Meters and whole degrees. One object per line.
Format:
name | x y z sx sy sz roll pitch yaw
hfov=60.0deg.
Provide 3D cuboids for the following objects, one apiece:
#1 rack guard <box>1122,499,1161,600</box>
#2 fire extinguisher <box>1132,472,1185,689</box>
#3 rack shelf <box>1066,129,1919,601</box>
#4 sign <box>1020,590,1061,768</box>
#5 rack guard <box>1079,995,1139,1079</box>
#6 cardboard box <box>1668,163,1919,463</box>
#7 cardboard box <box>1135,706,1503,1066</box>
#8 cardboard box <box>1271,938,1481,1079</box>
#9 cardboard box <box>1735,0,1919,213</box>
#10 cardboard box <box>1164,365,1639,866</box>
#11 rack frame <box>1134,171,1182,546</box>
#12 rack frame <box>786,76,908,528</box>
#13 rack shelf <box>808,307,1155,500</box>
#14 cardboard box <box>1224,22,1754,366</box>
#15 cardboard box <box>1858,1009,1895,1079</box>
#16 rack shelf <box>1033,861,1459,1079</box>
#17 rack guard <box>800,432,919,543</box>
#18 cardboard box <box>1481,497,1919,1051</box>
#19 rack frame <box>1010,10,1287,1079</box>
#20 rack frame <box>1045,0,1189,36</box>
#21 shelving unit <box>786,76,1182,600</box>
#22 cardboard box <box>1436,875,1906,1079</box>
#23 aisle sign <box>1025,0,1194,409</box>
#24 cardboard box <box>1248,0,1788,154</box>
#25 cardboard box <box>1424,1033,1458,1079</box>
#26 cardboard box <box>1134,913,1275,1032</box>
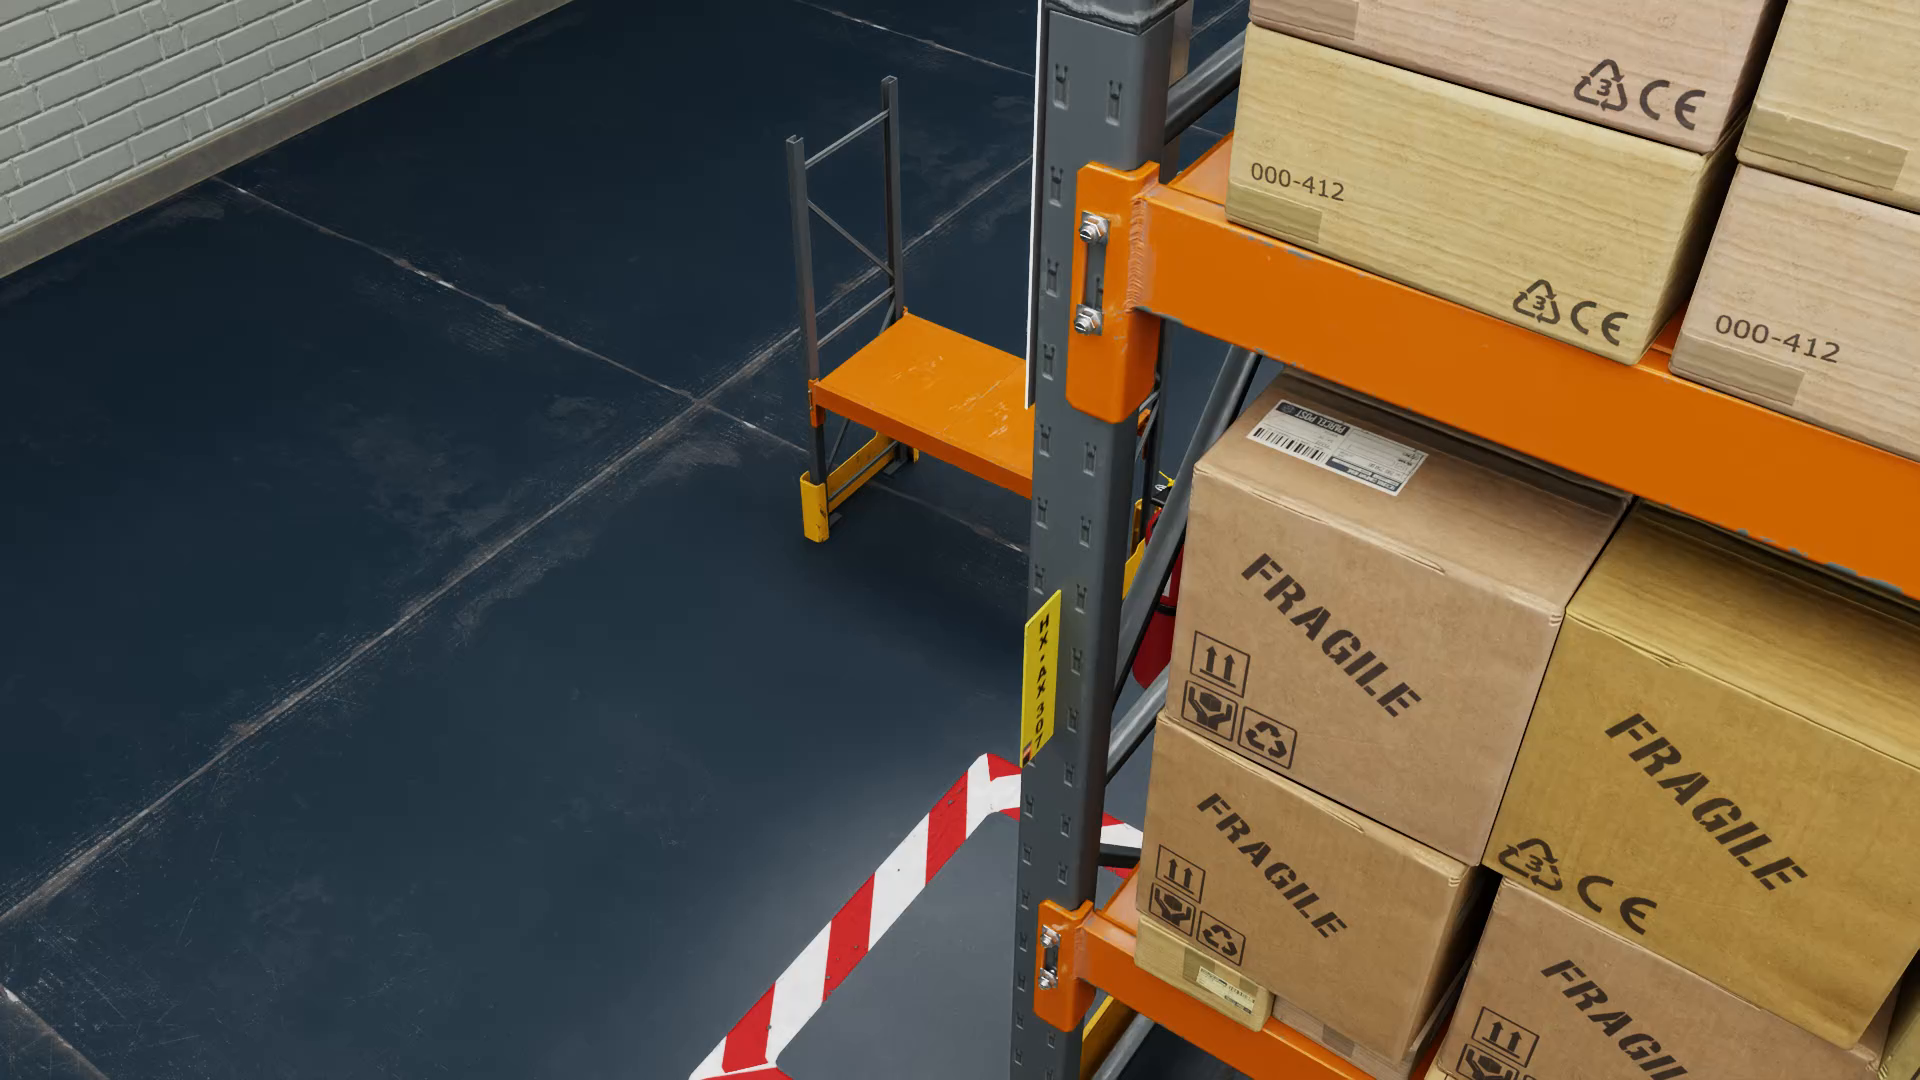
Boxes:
rack guard | 0.470 0.127 5.421 0.087 0.250 0.587 25 48 25
fire extinguisher | 0.497 0.066 3.764 0.183 0.674 0.296 25 48 25
rack shelf | 2.076 0.163 1.608 4.000 0.370 1.077 25 48 25
sign | 0.127 0.221 2.605 0.005 0.325 0.100 25 48 25
rack guard | 0.501 1.208 4.025 0.348 0.500 1.175 25 48 25
cardboard box | 1.088 -0.299 1.698 0.500 0.250 0.500 27 48 27
cardboard box | 0.647 0.422 2.731 0.500 0.500 0.500 27 49 27
cardboard box | 0.748 0.719 2.886 0.250 0.149 0.380 27 48 27
cardboard box | 1.077 -0.492 1.538 0.500 0.250 0.500 24 47 25
cardboard box | 0.654 0.043 2.404 0.500 0.500 0.500 25 47 25
rack frame | 0.486 -0.332 4.996 0.032 1.500 0.500 25 48 25
rack frame | -0.346 -0.721 5.431 0.032 1.500 0.500 25 48 25
rack shelf | 0.070 -0.392 5.333 1.000 0.185 0.538 25 48 25
cardboard box | 0.659 -0.503 1.926 0.500 0.250 0.500 27 48 27
cardboard box | 1.494 0.807 2.300 0.500 0.500 0.500 26 48 26
rack shelf | 2.076 1.281 2.609 4.000 0.370 1.077 25 48 25
rack guard | -0.345 -0.255 5.847 0.087 0.250 0.587 25 48 25
cardboard box | 1.070 0.233 2.192 0.500 0.500 0.500 26 48 26
rack frame | 0.438 0.247 3.224 0.127 3.000 1.000 25 48 25
rack frame | 0.438 -1.989 1.224 0.127 3.000 1.000 25 48 25
shelving unit | 0.062 -0.530 5.217 1.083 1.500 0.587 25 48 25
cardboard box | 1.100 0.613 2.518 0.500 0.500 0.500 25 48 25
aisle sign | 0.206 -0.586 2.206 0.004 0.787 0.394 25 48 25
cardboard box | 0.657 -0.687 1.757 0.500 0.250 0.500 26 48 26
cardboard box | 0.937 0.851 2.738 0.250 0.149 0.380 24 47 24
cardboard box | 0.515 0.644 2.970 0.250 0.149 0.380 25 47 25
